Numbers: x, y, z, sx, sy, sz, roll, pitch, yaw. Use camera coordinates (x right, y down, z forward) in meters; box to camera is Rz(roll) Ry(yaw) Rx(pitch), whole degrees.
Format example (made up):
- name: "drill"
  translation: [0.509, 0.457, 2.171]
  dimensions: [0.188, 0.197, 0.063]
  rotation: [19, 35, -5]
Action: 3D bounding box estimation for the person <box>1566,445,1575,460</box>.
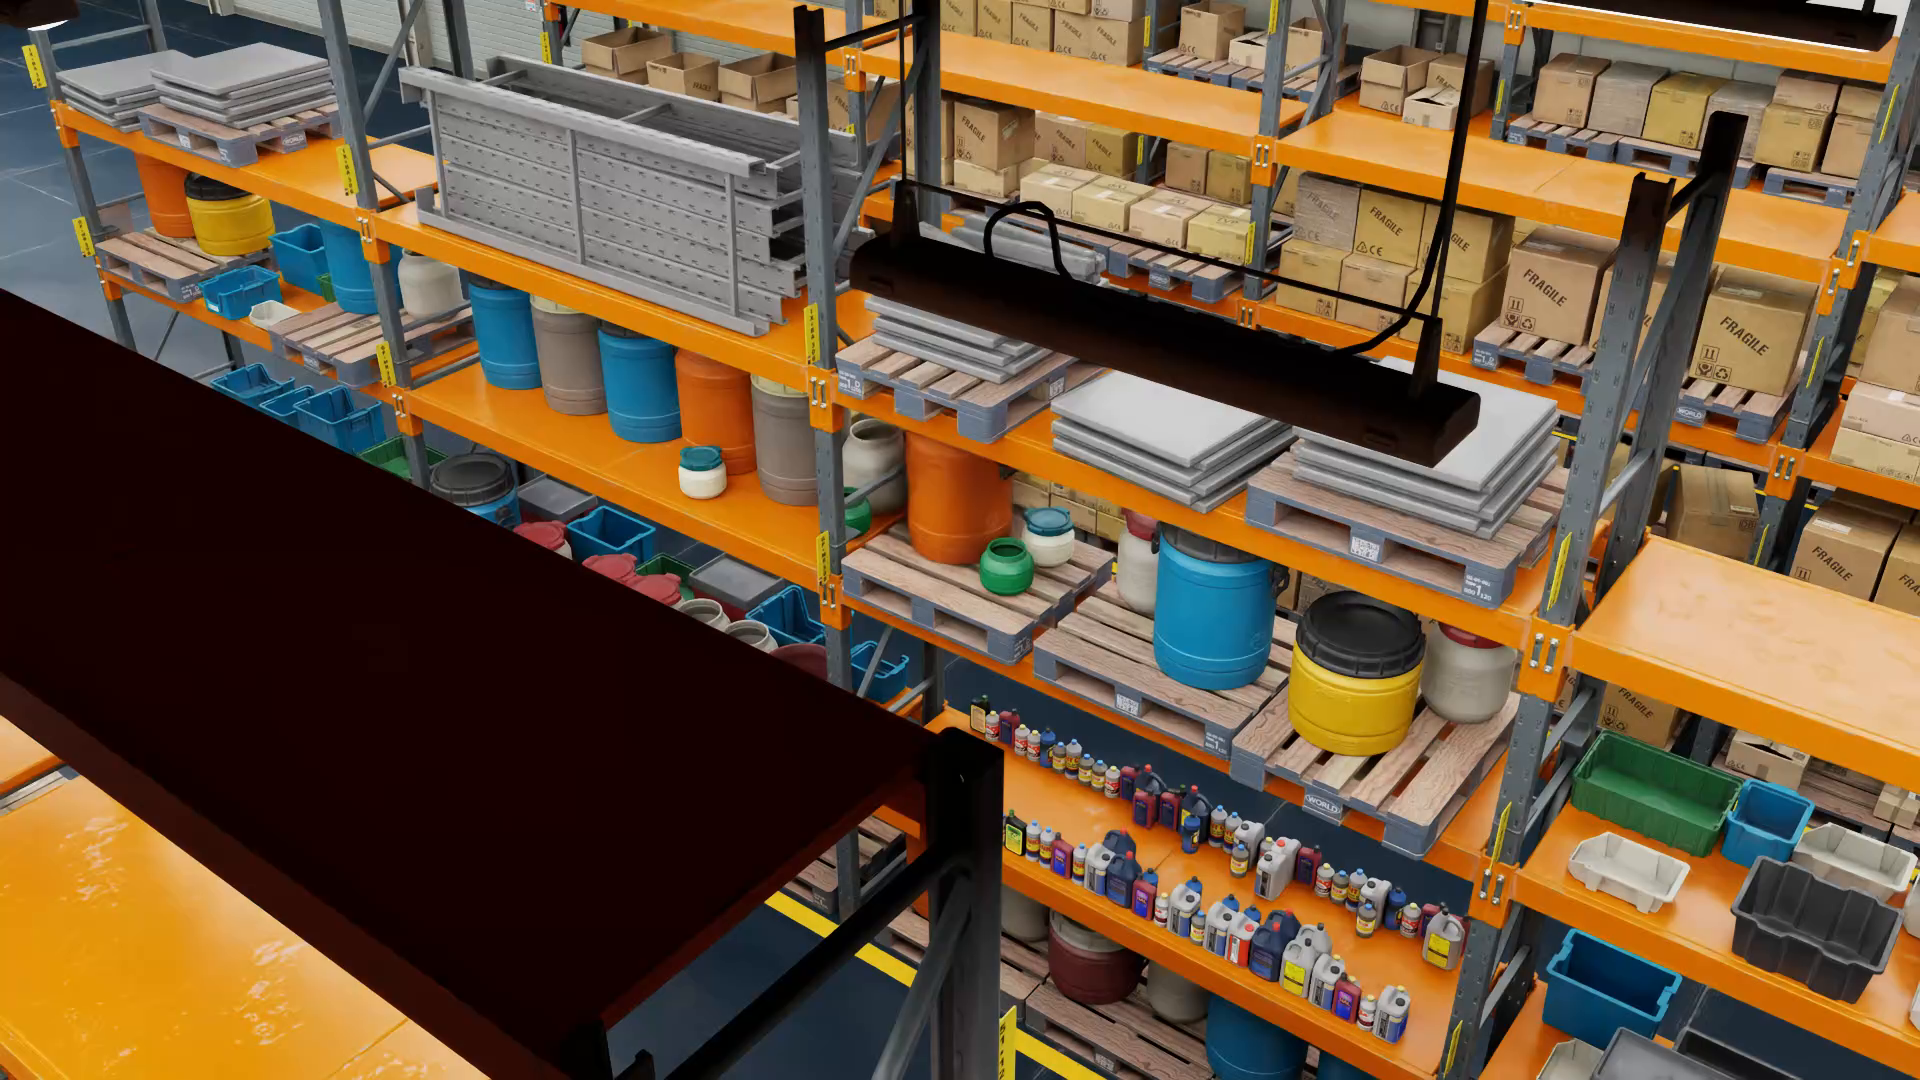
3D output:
- name: "person"
  translation: [5.552, -0.678, 14.711]
  dimensions: [1.076, 1.704, 0.573]
  rotation: [23, 38, 33]
